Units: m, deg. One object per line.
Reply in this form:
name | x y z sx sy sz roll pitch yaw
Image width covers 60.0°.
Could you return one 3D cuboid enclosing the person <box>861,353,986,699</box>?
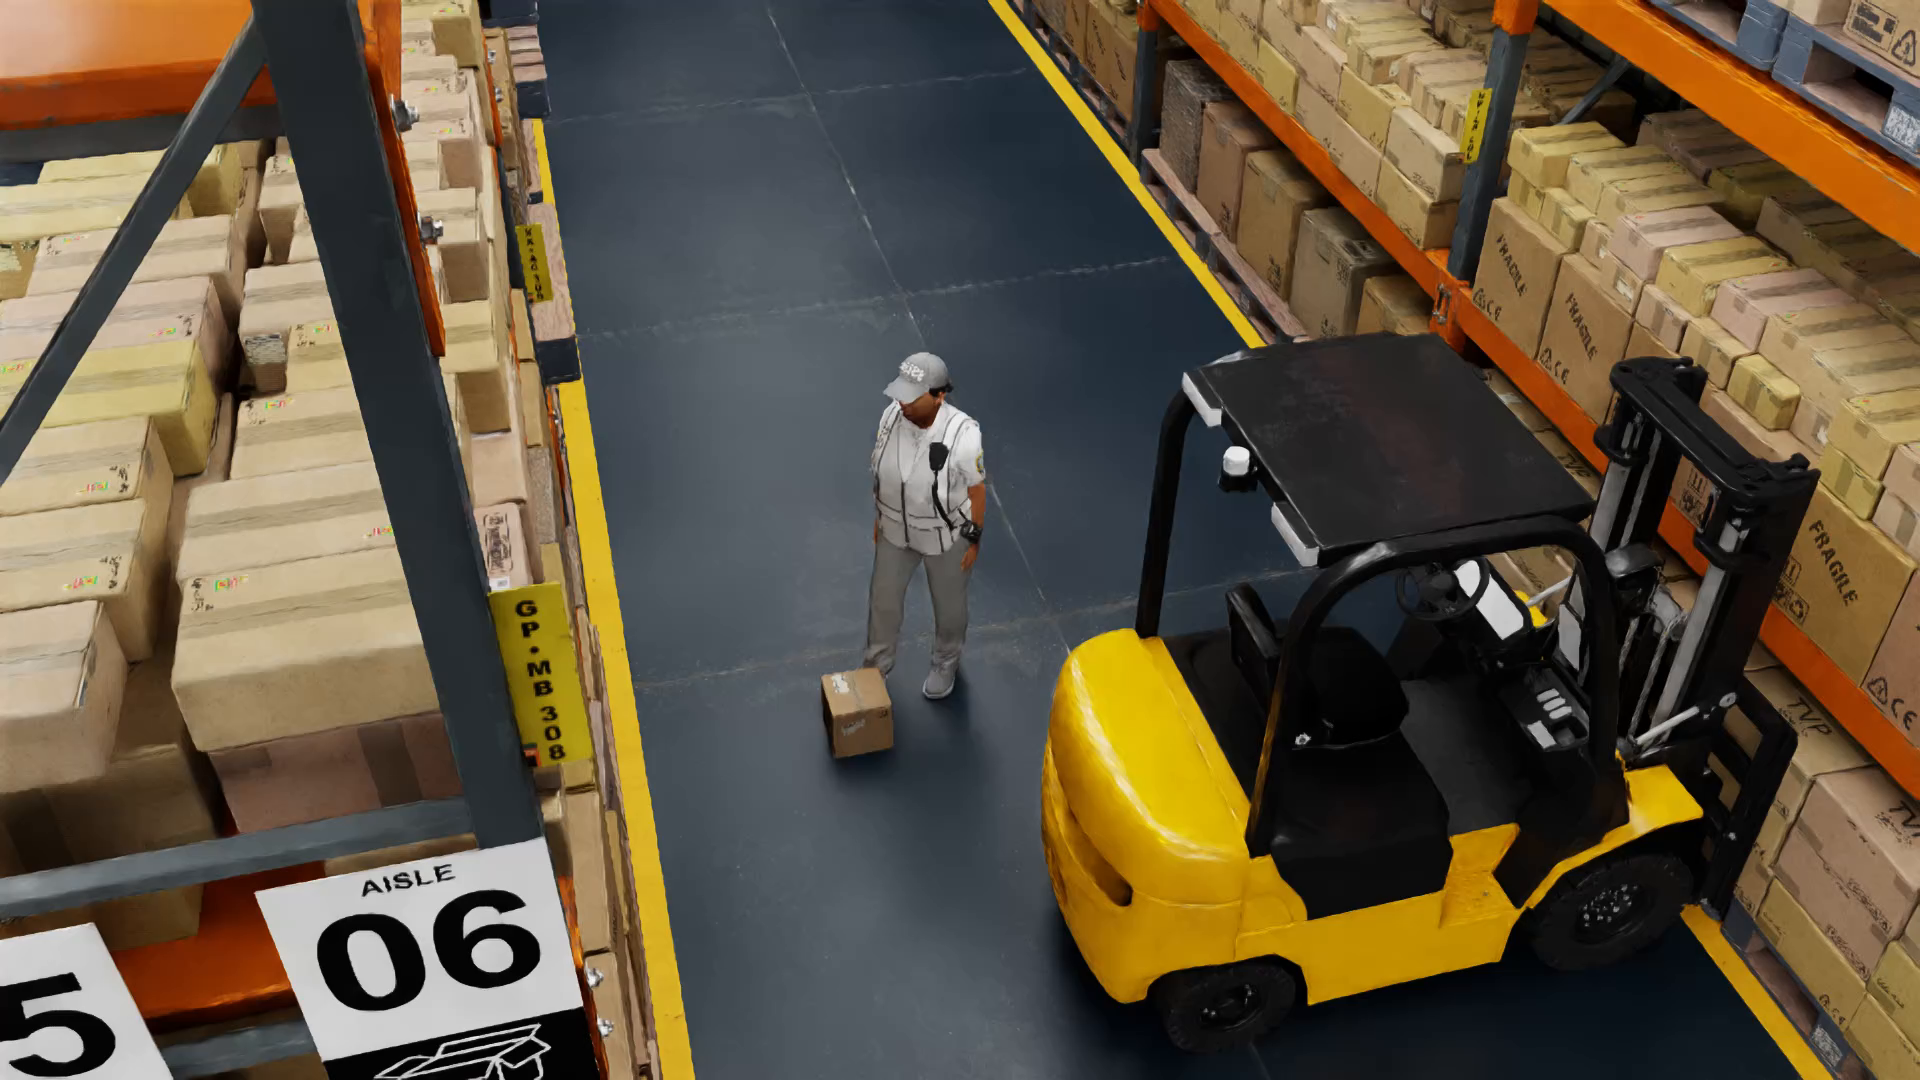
person | -0.174 0.003 6.699 0.495 1.669 0.539 18 42 21
